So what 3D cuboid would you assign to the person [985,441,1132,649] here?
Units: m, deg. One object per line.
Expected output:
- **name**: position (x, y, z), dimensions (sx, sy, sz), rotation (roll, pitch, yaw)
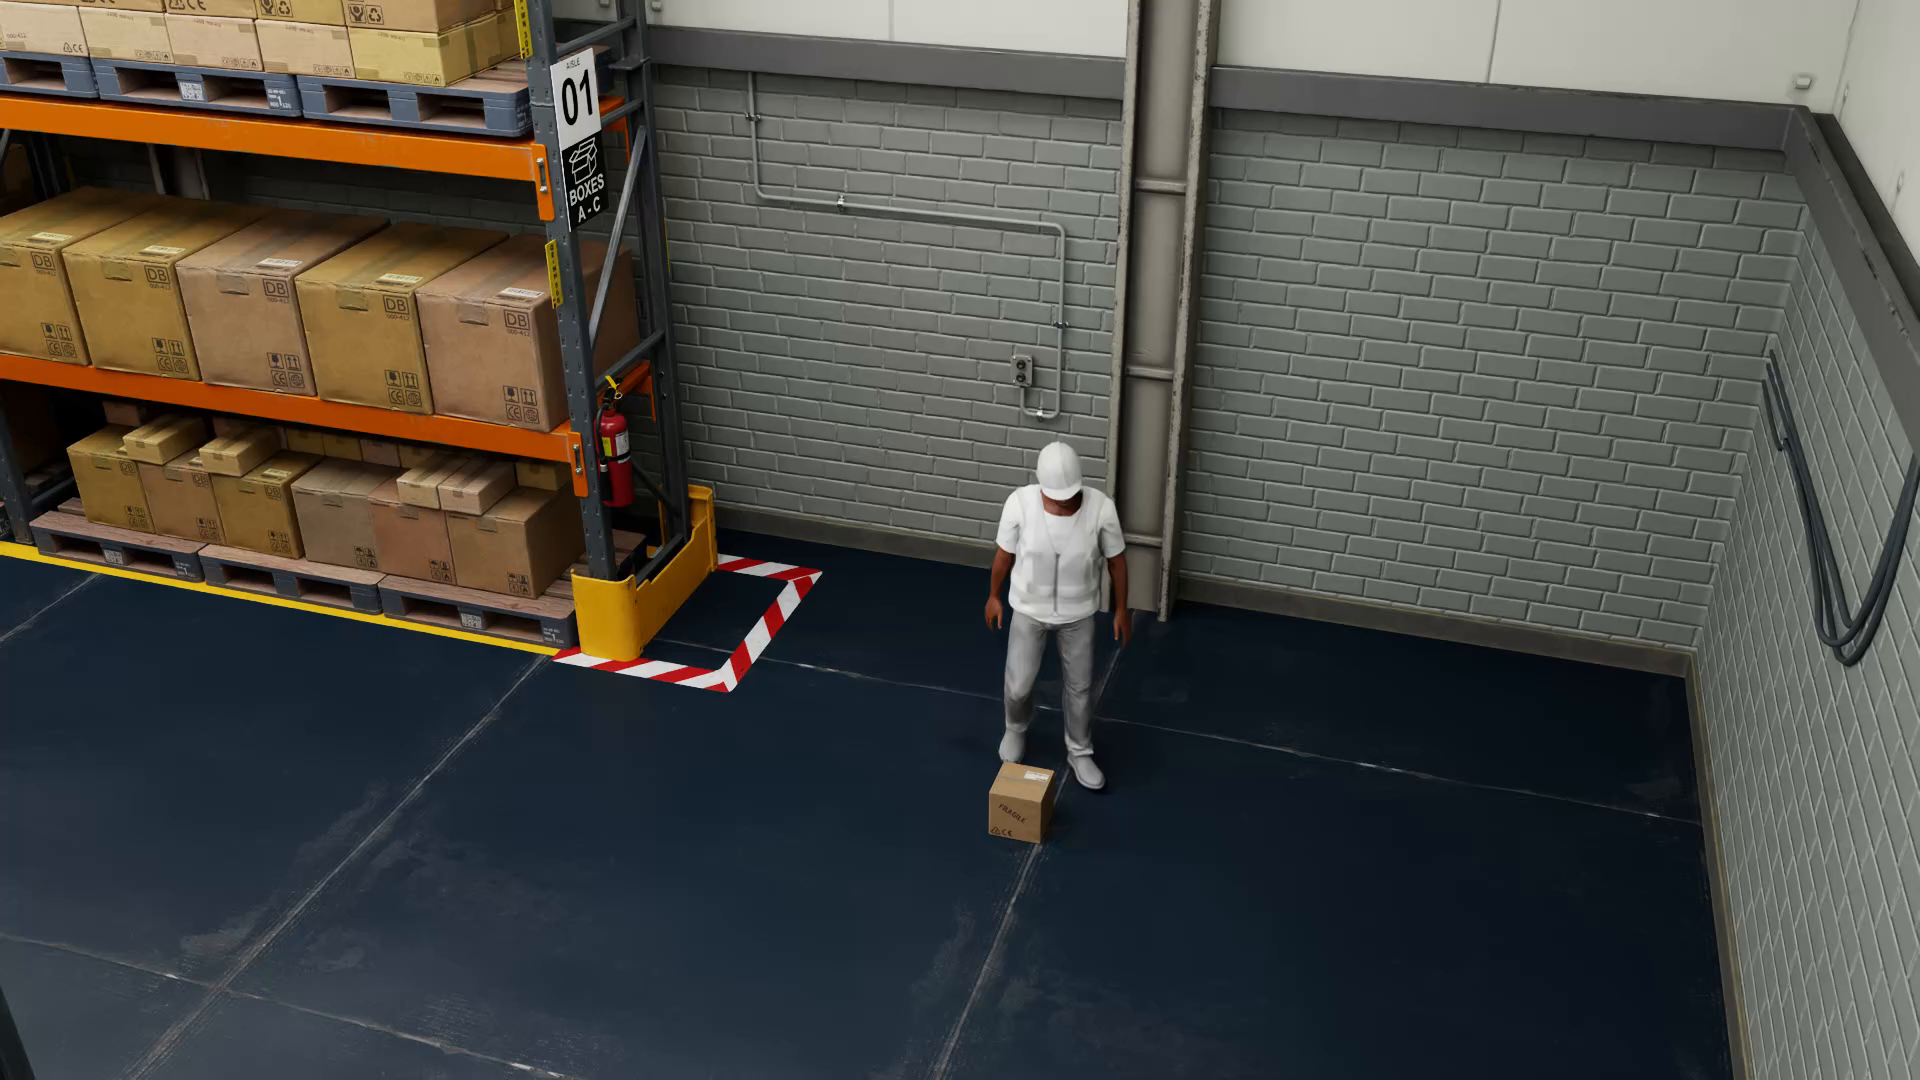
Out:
- **person**: position (0.467, 0.023, 7.673), dimensions (0.696, 1.059, 0.375), rotation (0, 29, 0)
